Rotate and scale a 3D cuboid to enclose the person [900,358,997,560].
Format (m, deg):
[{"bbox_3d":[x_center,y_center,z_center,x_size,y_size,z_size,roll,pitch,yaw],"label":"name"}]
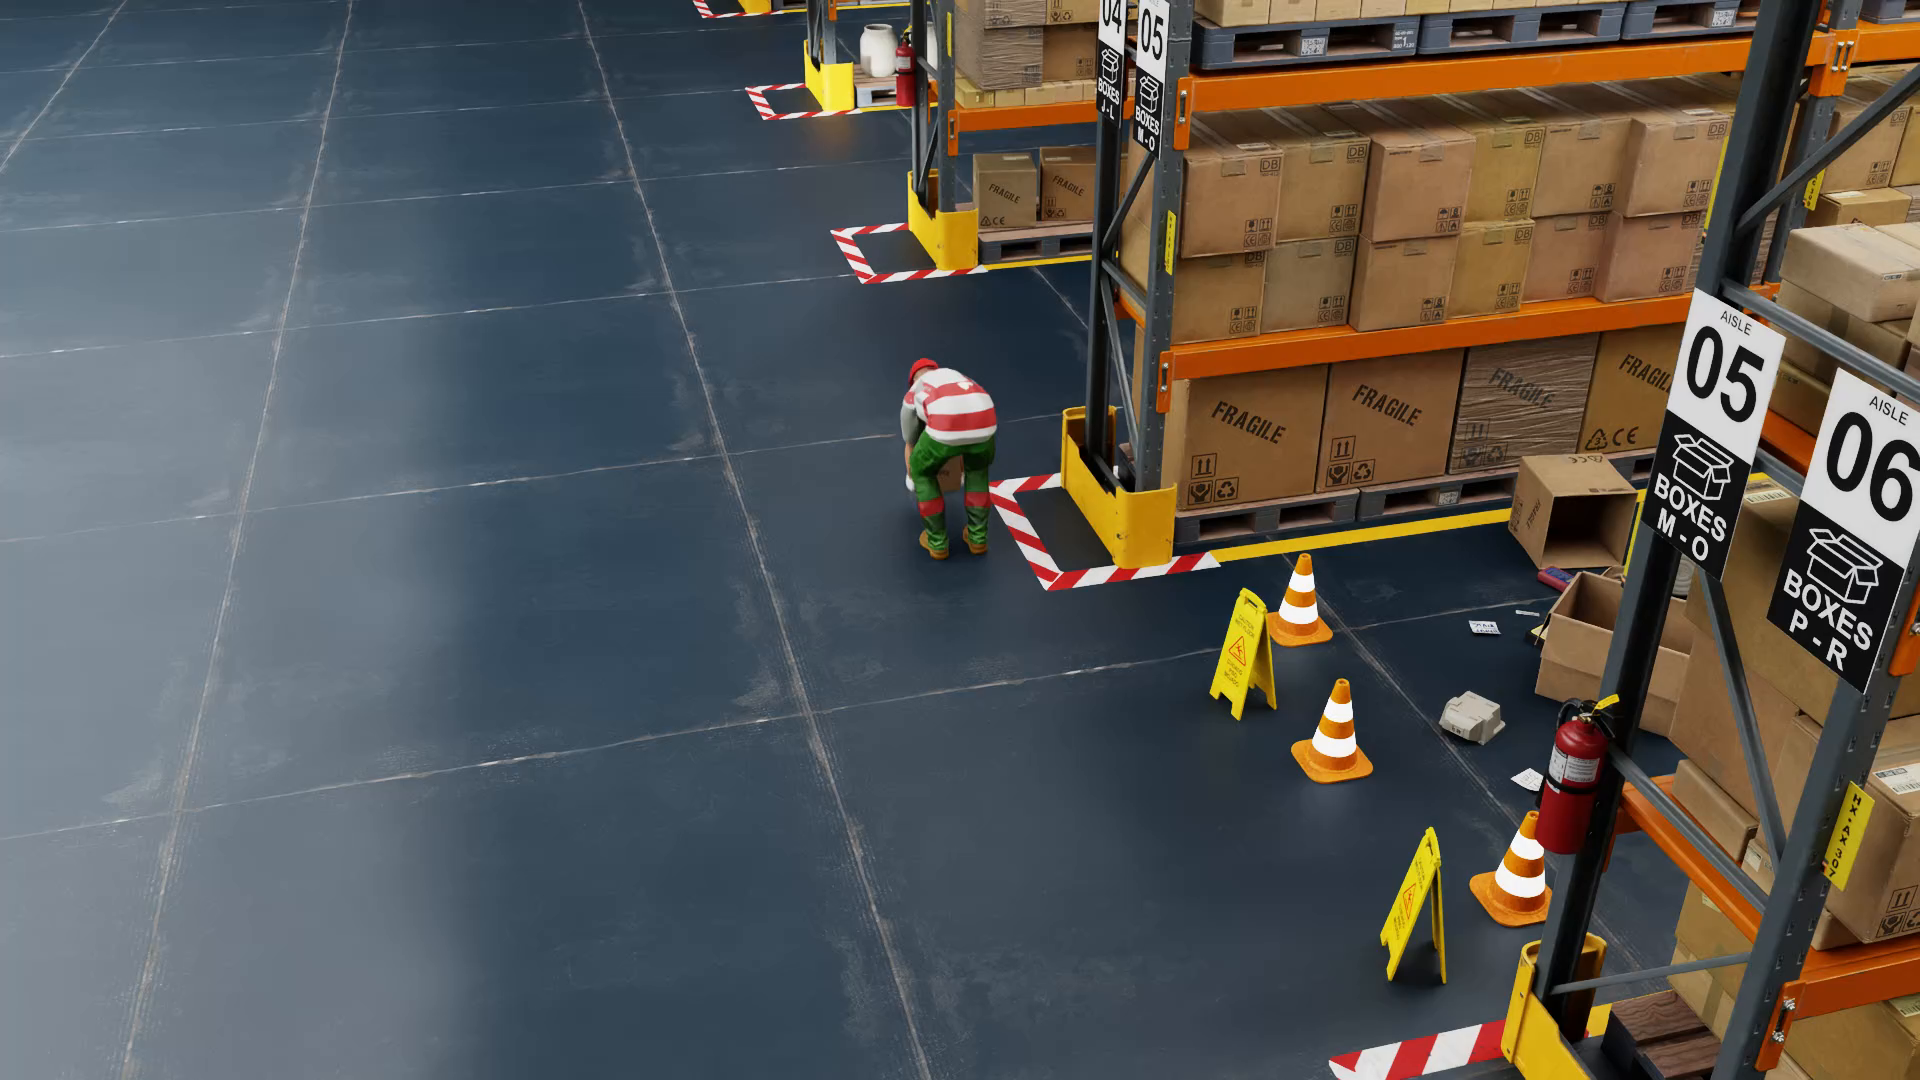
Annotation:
[{"bbox_3d":[-0.094,-0.524,9.837,0.514,1.072,0.964,-9,31,-15],"label":"person"}]
